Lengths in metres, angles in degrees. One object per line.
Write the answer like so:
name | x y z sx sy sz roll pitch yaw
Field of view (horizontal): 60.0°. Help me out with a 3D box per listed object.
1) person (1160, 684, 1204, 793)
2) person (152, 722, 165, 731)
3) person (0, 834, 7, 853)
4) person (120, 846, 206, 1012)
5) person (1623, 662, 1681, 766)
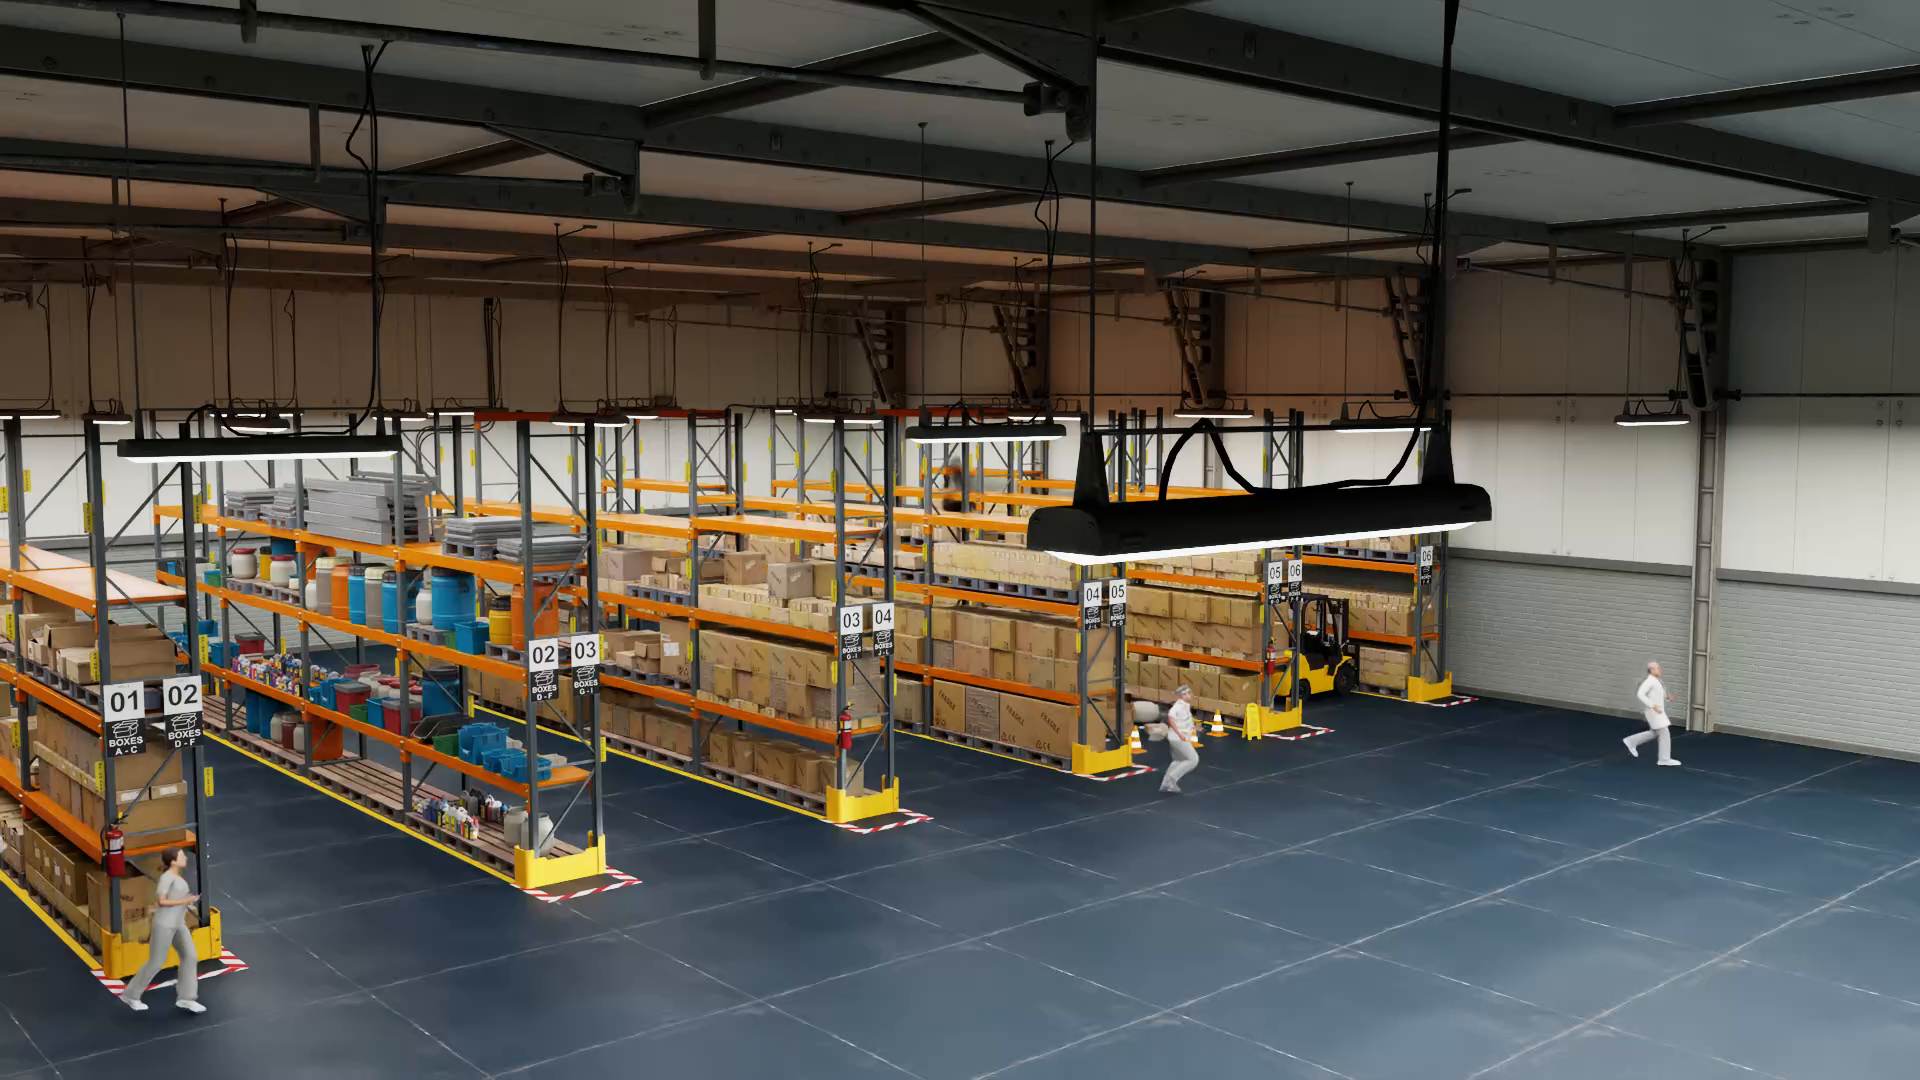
person | 3.544 3.146 26.478 0.691 1.721 0.636 1 5 8
person | -12.209 3.250 25.517 0.622 1.730 0.870 -5 7 -42
person | -11.243 3.795 19.024 0.906 1.677 0.613 5 7 44
person | -8.164 4.093 17.174 0.848 1.480 0.590 0 5 -3
person | 11.864 2.959 28.400 0.902 1.751 0.720 3 6 30
